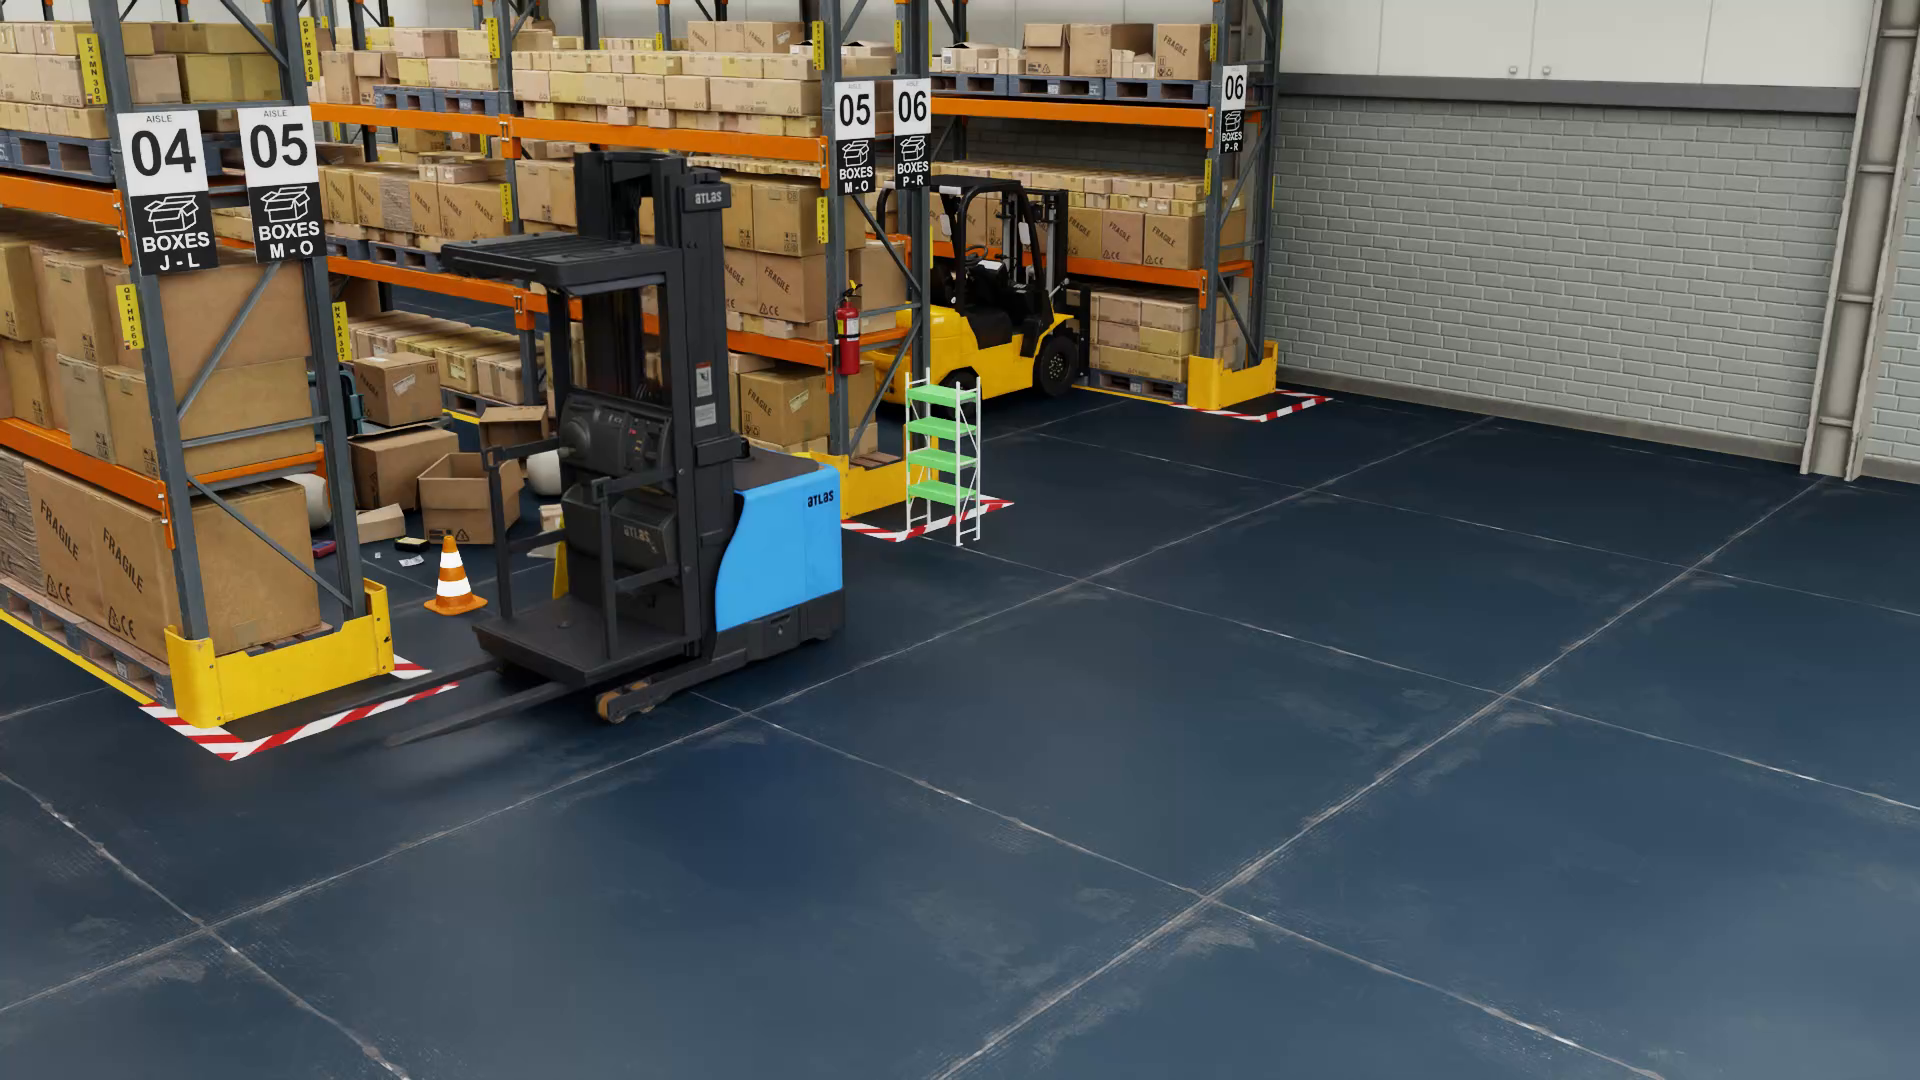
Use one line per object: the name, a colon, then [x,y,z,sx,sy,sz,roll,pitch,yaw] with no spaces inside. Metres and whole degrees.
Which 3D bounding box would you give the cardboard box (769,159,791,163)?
cardboard box: [-2.122,-4.591,20.383,0.250,0.149,0.380,15,23,39]

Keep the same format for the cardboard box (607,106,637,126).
cardboard box: [-2.620,-3.437,13.440,0.250,0.149,0.380,14,23,38]

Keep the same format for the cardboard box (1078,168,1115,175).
cardboard box: [1.440,-3.776,17.321,0.250,0.149,0.380,15,23,40]

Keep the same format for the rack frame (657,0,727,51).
rack frame: [-3.296,-7.310,20.270,0.127,3.000,1.000,15,23,39]

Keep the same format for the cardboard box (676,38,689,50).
cardboard box: [-3.388,-6.277,21.071,0.250,0.149,0.380,14,22,37]

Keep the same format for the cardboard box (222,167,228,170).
cardboard box: [-7.905,-4.098,18.248,0.500,0.500,0.500,15,23,39]

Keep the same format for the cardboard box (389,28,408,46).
cardboard box: [-7.974,-7.345,24.269,0.500,0.250,0.500,16,24,41]

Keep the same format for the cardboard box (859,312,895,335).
cardboard box: [-0.721,-1.716,12.975,0.250,0.149,0.380,15,23,39]

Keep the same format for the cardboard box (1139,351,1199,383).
cardboard box: [2.126,-1.757,16.540,0.500,0.250,0.500,15,23,40]

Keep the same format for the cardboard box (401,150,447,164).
cardboard box: [-7.964,-5.675,24.792,0.500,0.250,0.500,14,23,38]

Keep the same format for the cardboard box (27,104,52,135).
cardboard box: [-4.669,-2.231,8.778,0.250,0.149,0.380,15,23,40]

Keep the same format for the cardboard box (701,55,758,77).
cardboard box: [-1.758,-3.633,12.738,0.250,0.149,0.380,15,23,39]

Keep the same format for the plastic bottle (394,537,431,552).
plastic bottle: [-3.951,0.031,11.914,0.283,0.061,0.133,7,19,21]

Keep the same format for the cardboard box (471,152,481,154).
cardboard box: [-6.859,-5.584,24.504,0.500,0.250,0.500,15,23,39]

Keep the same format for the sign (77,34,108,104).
sign: [-4.185,-2.275,8.028,0.005,0.325,0.100,15,23,39]

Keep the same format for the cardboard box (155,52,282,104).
cardboard box: [-4.005,-2.483,8.916,0.500,0.250,0.500,15,23,39]

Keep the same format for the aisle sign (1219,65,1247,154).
aisle sign: [2.542,-4.004,15.472,0.004,0.787,0.394,15,23,39]

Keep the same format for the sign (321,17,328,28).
sign: [-9.640,-7.781,25.266,0.005,0.325,0.100,15,23,39]

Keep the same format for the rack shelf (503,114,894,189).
rack shelf: [-2.100,-3.209,13.495,4.000,0.370,1.077,15,23,39]

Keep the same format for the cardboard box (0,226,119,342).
cardboard box: [-5.350,-1.560,10.034,0.500,0.550,0.875,15,23,39]

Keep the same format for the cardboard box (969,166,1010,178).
cardboard box: [0.314,-3.859,17.583,0.250,0.149,0.380,16,23,40]

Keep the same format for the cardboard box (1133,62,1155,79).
cardboard box: [1.866,-4.500,15.929,0.250,0.149,0.380,14,22,38]

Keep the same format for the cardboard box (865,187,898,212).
cardboard box: [-0.841,-3.855,18.722,0.500,0.250,0.500,14,23,38]

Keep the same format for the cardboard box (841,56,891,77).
cardboard box: [-0.735,-3.528,12.409,0.250,0.149,0.380,15,23,39]

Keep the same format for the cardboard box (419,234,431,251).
cardboard box: [-4.918,-2.853,15.865,0.250,0.149,0.380,15,23,39]

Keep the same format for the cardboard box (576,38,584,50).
cardboard box: [-4.720,-6.403,21.468,0.250,0.149,0.380,15,23,39]

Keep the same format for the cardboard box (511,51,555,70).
cardboard box: [-3.577,-4.077,14.137,0.250,0.149,0.380,15,23,38]

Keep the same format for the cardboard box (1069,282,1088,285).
cardboard box: [0.992,-2.536,17.343,0.500,0.250,0.500,14,23,38]

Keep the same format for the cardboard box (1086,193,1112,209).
cardboard box: [1.469,-3.413,16.671,0.250,0.149,0.380,14,22,38]

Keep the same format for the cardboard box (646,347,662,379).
cardboard box: [-2.539,-1.382,14.119,0.500,0.500,0.500,17,24,42]

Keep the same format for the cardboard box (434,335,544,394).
cardboard box: [-4.530,-1.720,16.222,0.950,0.372,0.625,-17,24,-42]

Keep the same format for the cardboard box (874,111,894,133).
cardboard box: [-0.637,-3.171,12.601,0.250,0.149,0.380,15,23,39]

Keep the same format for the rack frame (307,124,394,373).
rack frame: [-6.588,-3.327,17.636,0.127,3.000,1.000,15,23,39]

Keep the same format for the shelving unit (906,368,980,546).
shelving unit: [-0.124,-0.605,12.035,0.503,1.200,0.258,15,23,39]

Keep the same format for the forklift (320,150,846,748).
forklift: [-2.057,-0.578,9.087,1.130,2.935,3.031,15,23,39]

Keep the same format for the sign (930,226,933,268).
sign: [-0.245,-2.256,12.831,0.005,0.325,0.100,15,23,39]

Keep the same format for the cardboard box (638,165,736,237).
cardboard box: [-2.236,-2.754,13.521,0.500,0.500,0.700,15,23,39]

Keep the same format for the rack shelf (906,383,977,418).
rack shelf: [-0.124,-1.002,11.909,0.480,0.148,0.258,15,23,39]

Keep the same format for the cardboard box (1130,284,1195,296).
cardboard box: [2.077,-2.450,17.070,0.500,0.250,0.500,15,23,39]

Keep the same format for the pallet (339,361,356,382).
pallet: [-6.005,-1.841,17.563,1.213,0.211,1.003,15,23,39]

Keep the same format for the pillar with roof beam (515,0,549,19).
pillar with roof beam: [-9.068,-7.483,20.815,0.400,9.000,9.100,15,23,39]

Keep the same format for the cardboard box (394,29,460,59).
cardboard box: [-4.892,-4.608,15.441,0.500,0.250,0.500,16,23,40]

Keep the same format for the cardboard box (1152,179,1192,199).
cardboard box: [2.074,-3.410,16.168,0.250,0.149,0.380,15,23,39]

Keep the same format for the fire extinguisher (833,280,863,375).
fire extinguisher: [-0.825,-1.557,12.186,0.183,0.674,0.296,15,23,39]

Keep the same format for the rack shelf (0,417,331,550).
rack shelf: [-5.311,-0.639,10.356,4.000,0.370,1.077,15,23,39]

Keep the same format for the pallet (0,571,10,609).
pallet: [-6.290,0.116,11.398,1.213,0.211,1.003,15,23,39]

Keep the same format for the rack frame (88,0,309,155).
rack frame: [-3.815,-3.440,8.075,0.127,3.000,1.000,15,23,39]

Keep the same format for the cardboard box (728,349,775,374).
cardboard box: [-1.696,-1.437,13.221,0.250,0.149,0.380,16,24,41]

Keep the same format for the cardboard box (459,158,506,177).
cardboard box: [-4.594,-3.592,16.047,0.250,0.149,0.380,17,24,42]

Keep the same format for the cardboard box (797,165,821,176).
cardboard box: [-1.683,-4.273,19.379,0.250,0.149,0.380,15,23,40]

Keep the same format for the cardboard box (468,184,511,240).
cardboard box: [-4.094,-2.954,15.111,0.500,0.500,0.500,15,23,38]
